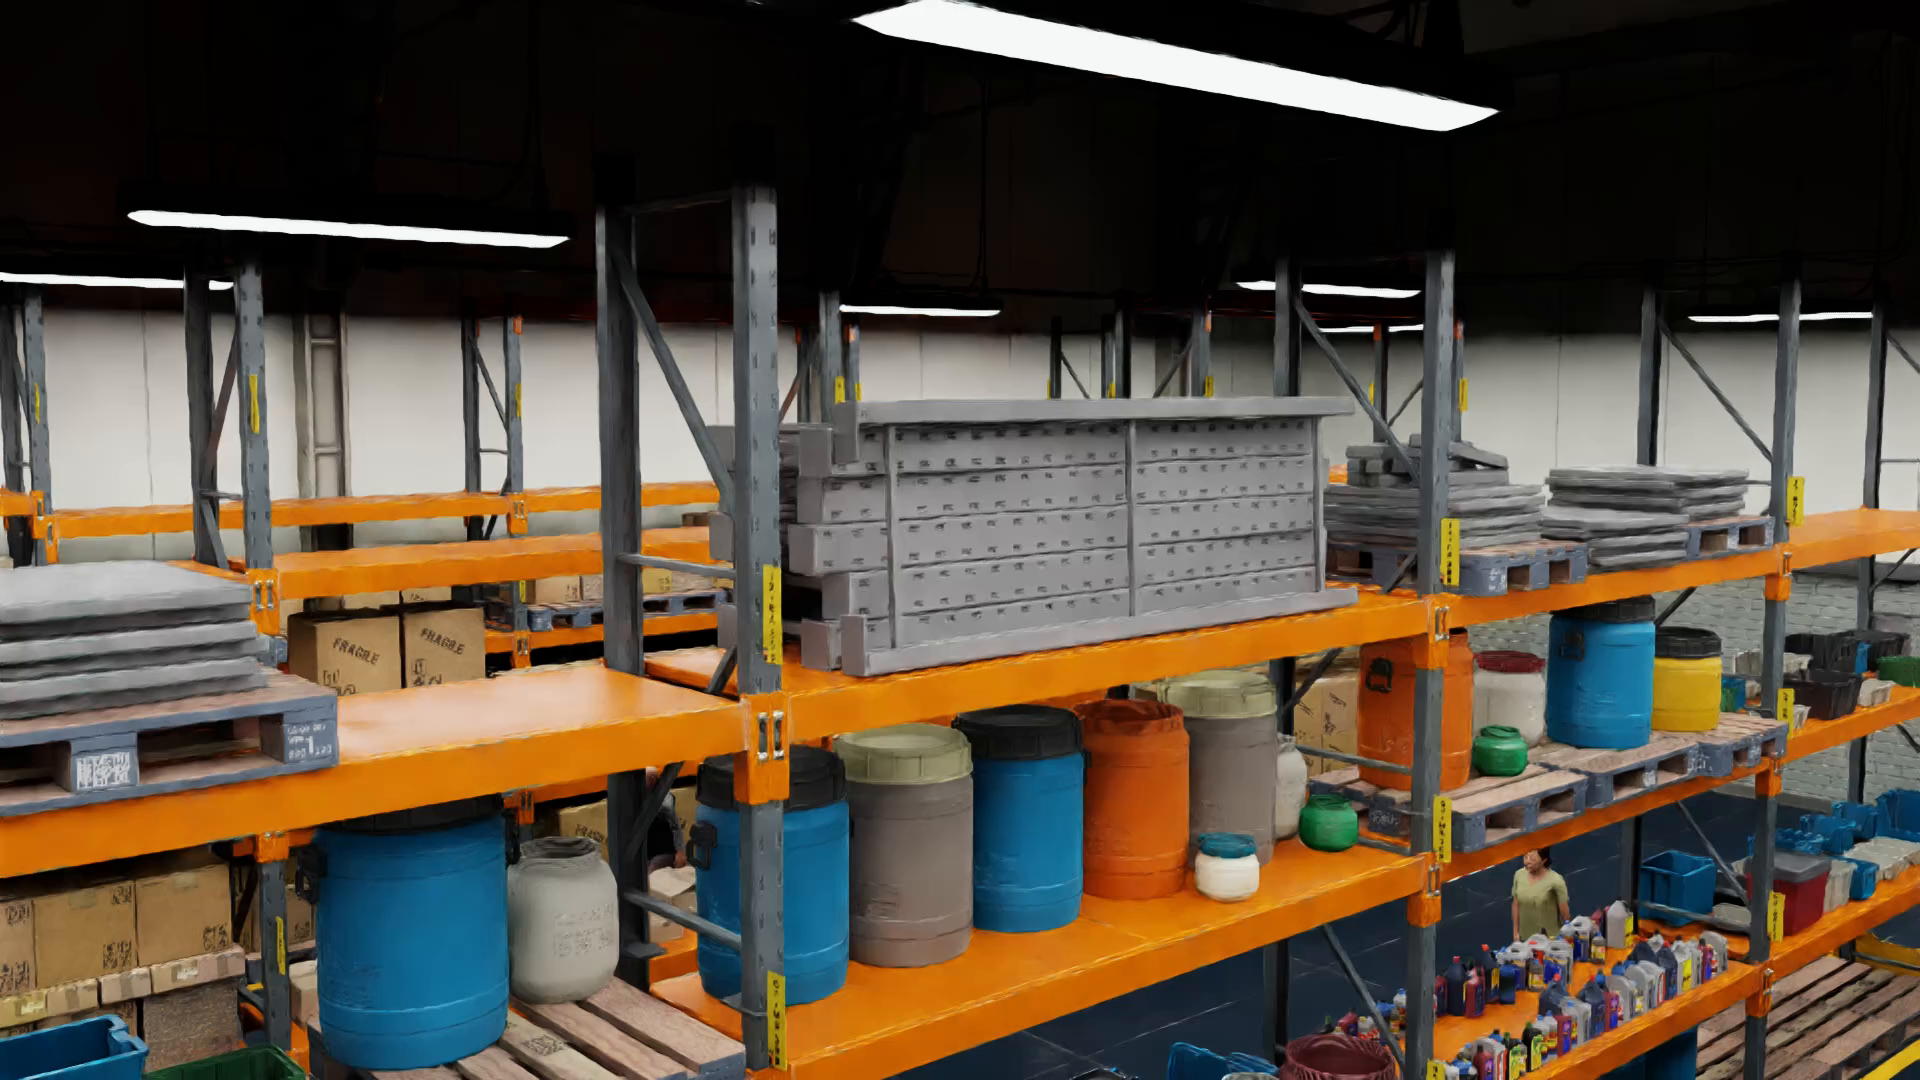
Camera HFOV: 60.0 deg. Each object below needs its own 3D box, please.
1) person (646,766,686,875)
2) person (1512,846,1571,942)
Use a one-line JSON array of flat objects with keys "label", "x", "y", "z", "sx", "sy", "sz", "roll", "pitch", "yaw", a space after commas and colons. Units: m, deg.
[{"label": "person", "x": -2.847, "y": 2.875, "z": 15.380, "sx": 1.106, "sy": 1.644, "sz": 0.546, "roll": -5, "pitch": 7, "yaw": -43}, {"label": "person", "x": 4.536, "y": 3.119, "z": 13.111, "sx": 1.110, "sy": 1.590, "sz": 0.448, "roll": -4, "pitch": 7, "yaw": -39}]
